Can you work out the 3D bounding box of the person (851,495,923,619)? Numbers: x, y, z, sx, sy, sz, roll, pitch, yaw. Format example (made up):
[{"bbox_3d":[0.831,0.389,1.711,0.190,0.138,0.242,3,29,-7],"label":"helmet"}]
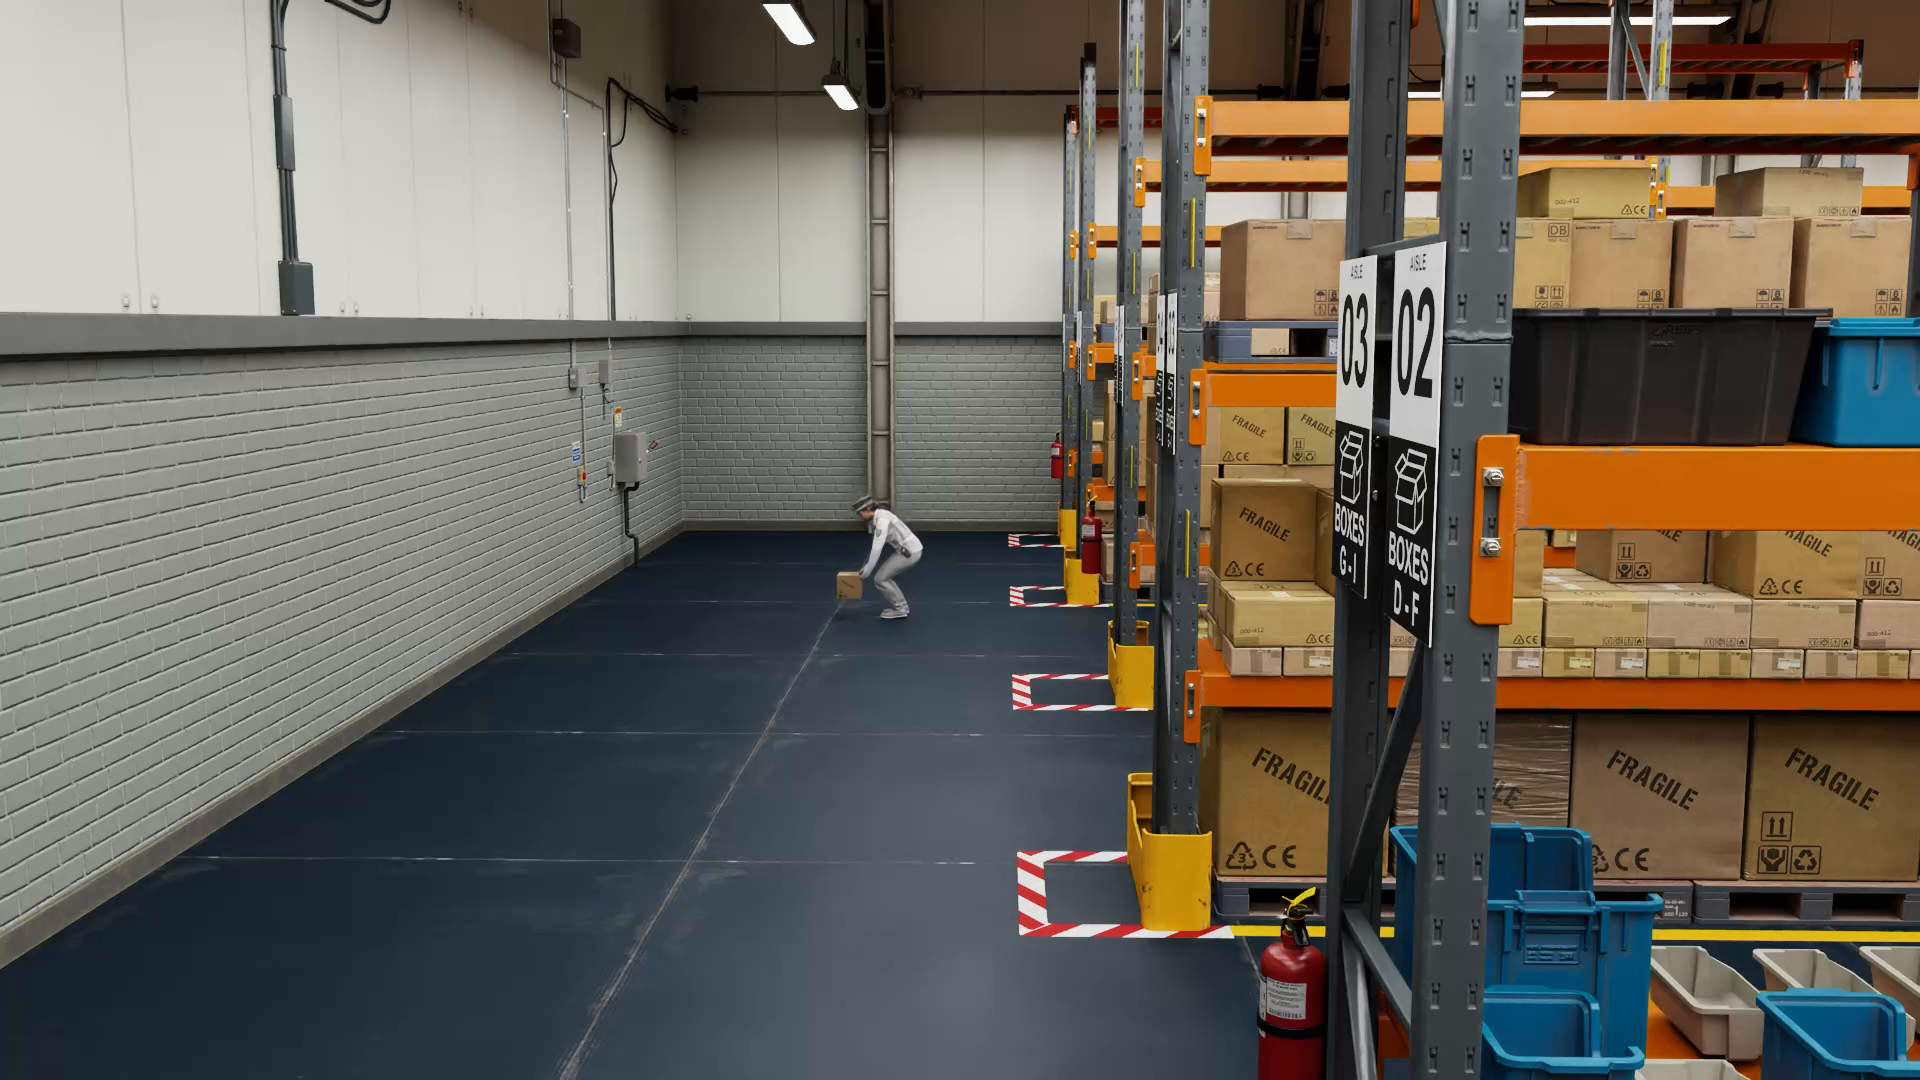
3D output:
[{"bbox_3d":[-0.764,0.171,17.424,0.749,1.294,0.534,0,7,1],"label":"person"}]
